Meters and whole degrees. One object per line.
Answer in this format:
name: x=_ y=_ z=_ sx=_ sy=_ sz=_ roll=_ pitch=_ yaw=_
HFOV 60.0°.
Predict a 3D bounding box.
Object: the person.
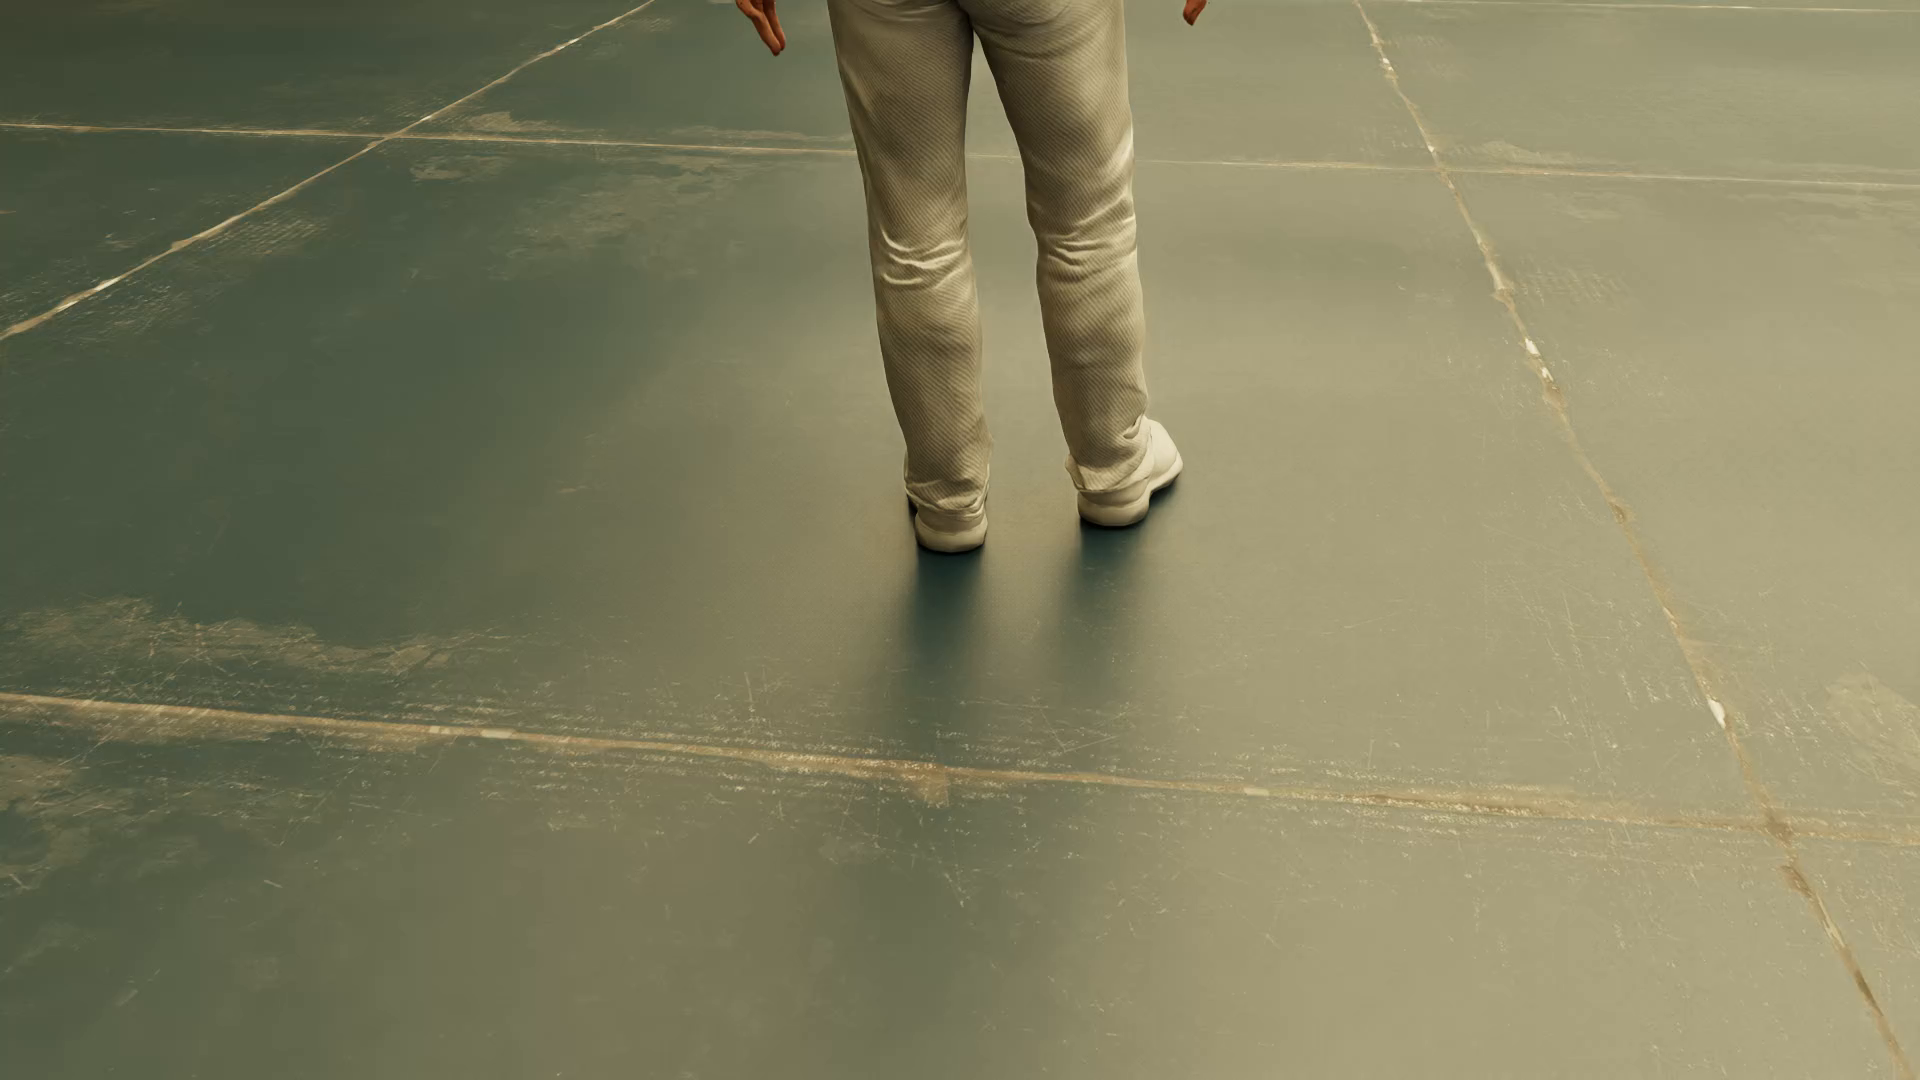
person: x=0.015 y=-0.824 z=2.165 sx=0.666 sy=1.759 sz=0.577 roll=3 pitch=27 yaw=7
